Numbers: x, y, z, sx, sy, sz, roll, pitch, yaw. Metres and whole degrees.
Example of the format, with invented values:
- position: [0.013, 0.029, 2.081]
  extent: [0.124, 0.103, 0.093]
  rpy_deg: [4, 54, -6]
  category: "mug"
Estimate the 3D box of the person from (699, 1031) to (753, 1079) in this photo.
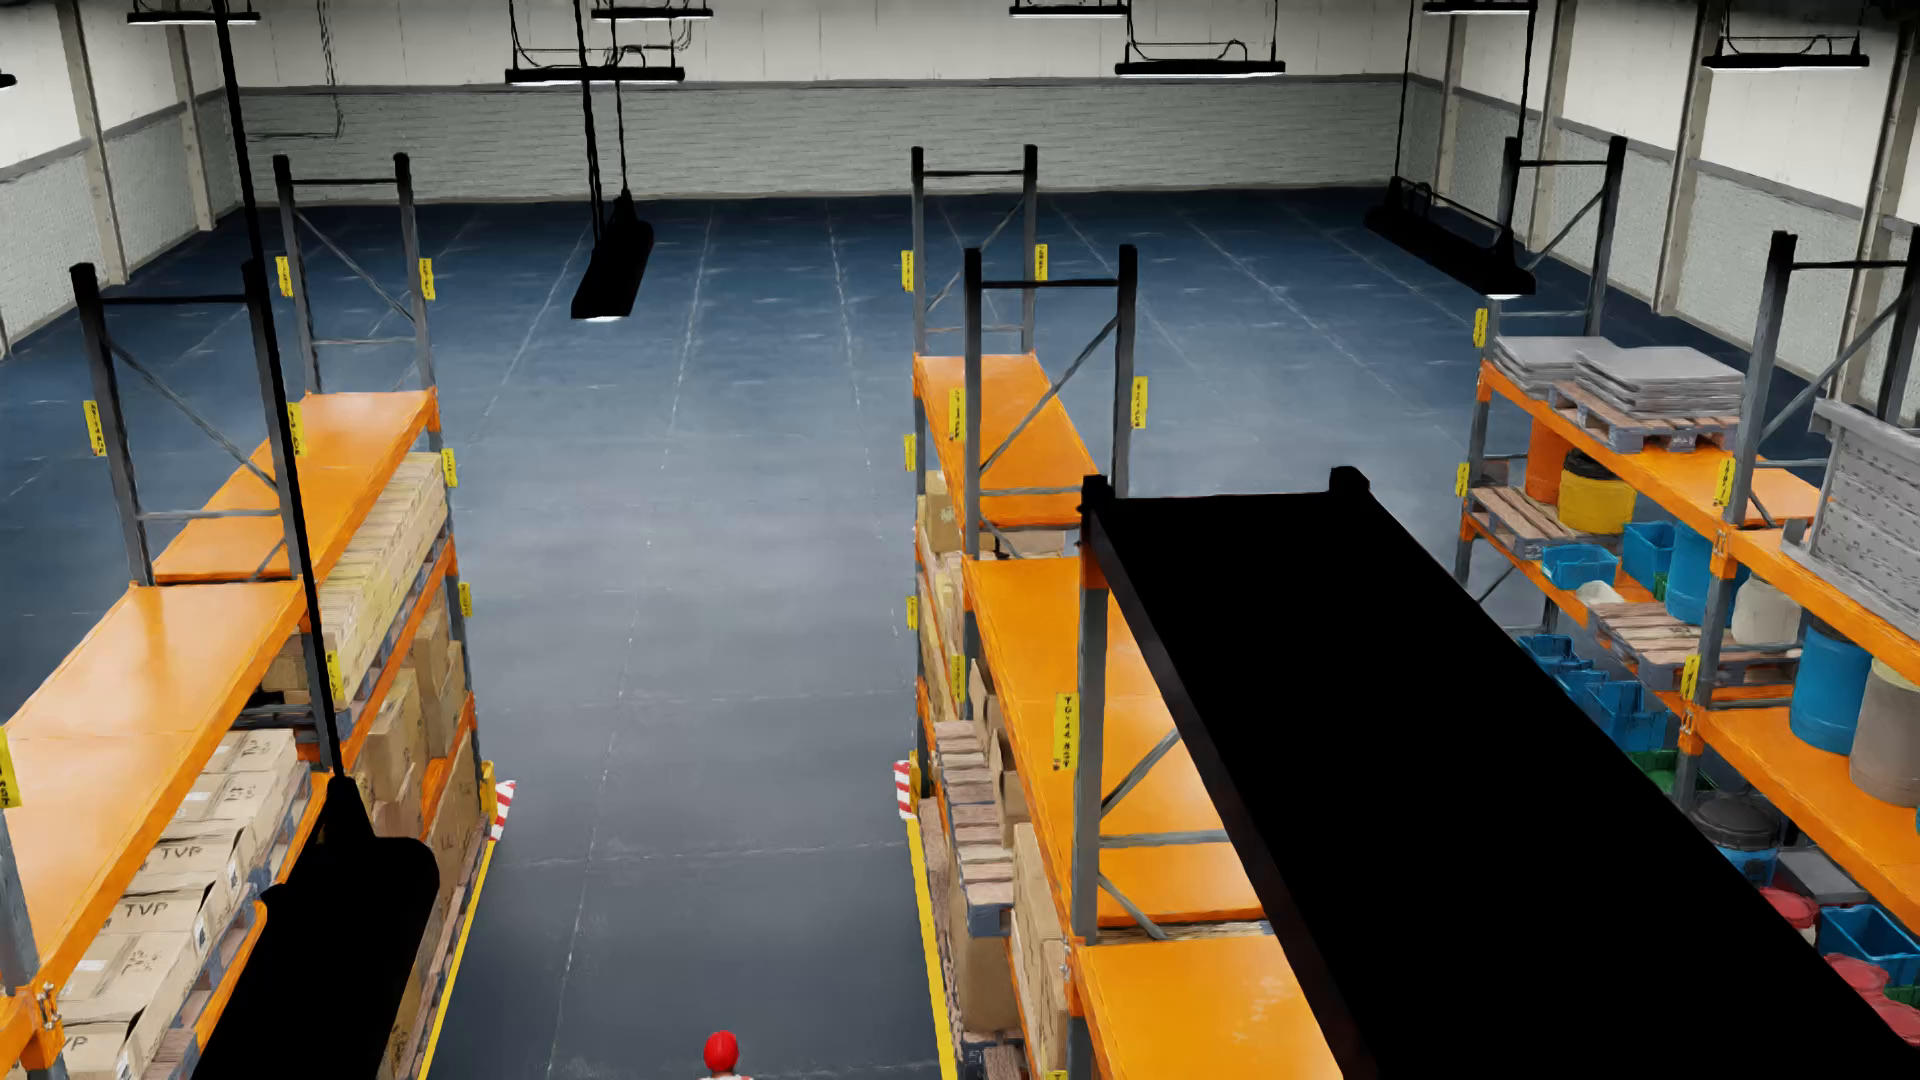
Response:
- position: [-1.374, 3.730, 9.879]
  extent: [0.677, 1.742, 0.551]
  rpy_deg: [-3, 22, -6]
  category: "person"
